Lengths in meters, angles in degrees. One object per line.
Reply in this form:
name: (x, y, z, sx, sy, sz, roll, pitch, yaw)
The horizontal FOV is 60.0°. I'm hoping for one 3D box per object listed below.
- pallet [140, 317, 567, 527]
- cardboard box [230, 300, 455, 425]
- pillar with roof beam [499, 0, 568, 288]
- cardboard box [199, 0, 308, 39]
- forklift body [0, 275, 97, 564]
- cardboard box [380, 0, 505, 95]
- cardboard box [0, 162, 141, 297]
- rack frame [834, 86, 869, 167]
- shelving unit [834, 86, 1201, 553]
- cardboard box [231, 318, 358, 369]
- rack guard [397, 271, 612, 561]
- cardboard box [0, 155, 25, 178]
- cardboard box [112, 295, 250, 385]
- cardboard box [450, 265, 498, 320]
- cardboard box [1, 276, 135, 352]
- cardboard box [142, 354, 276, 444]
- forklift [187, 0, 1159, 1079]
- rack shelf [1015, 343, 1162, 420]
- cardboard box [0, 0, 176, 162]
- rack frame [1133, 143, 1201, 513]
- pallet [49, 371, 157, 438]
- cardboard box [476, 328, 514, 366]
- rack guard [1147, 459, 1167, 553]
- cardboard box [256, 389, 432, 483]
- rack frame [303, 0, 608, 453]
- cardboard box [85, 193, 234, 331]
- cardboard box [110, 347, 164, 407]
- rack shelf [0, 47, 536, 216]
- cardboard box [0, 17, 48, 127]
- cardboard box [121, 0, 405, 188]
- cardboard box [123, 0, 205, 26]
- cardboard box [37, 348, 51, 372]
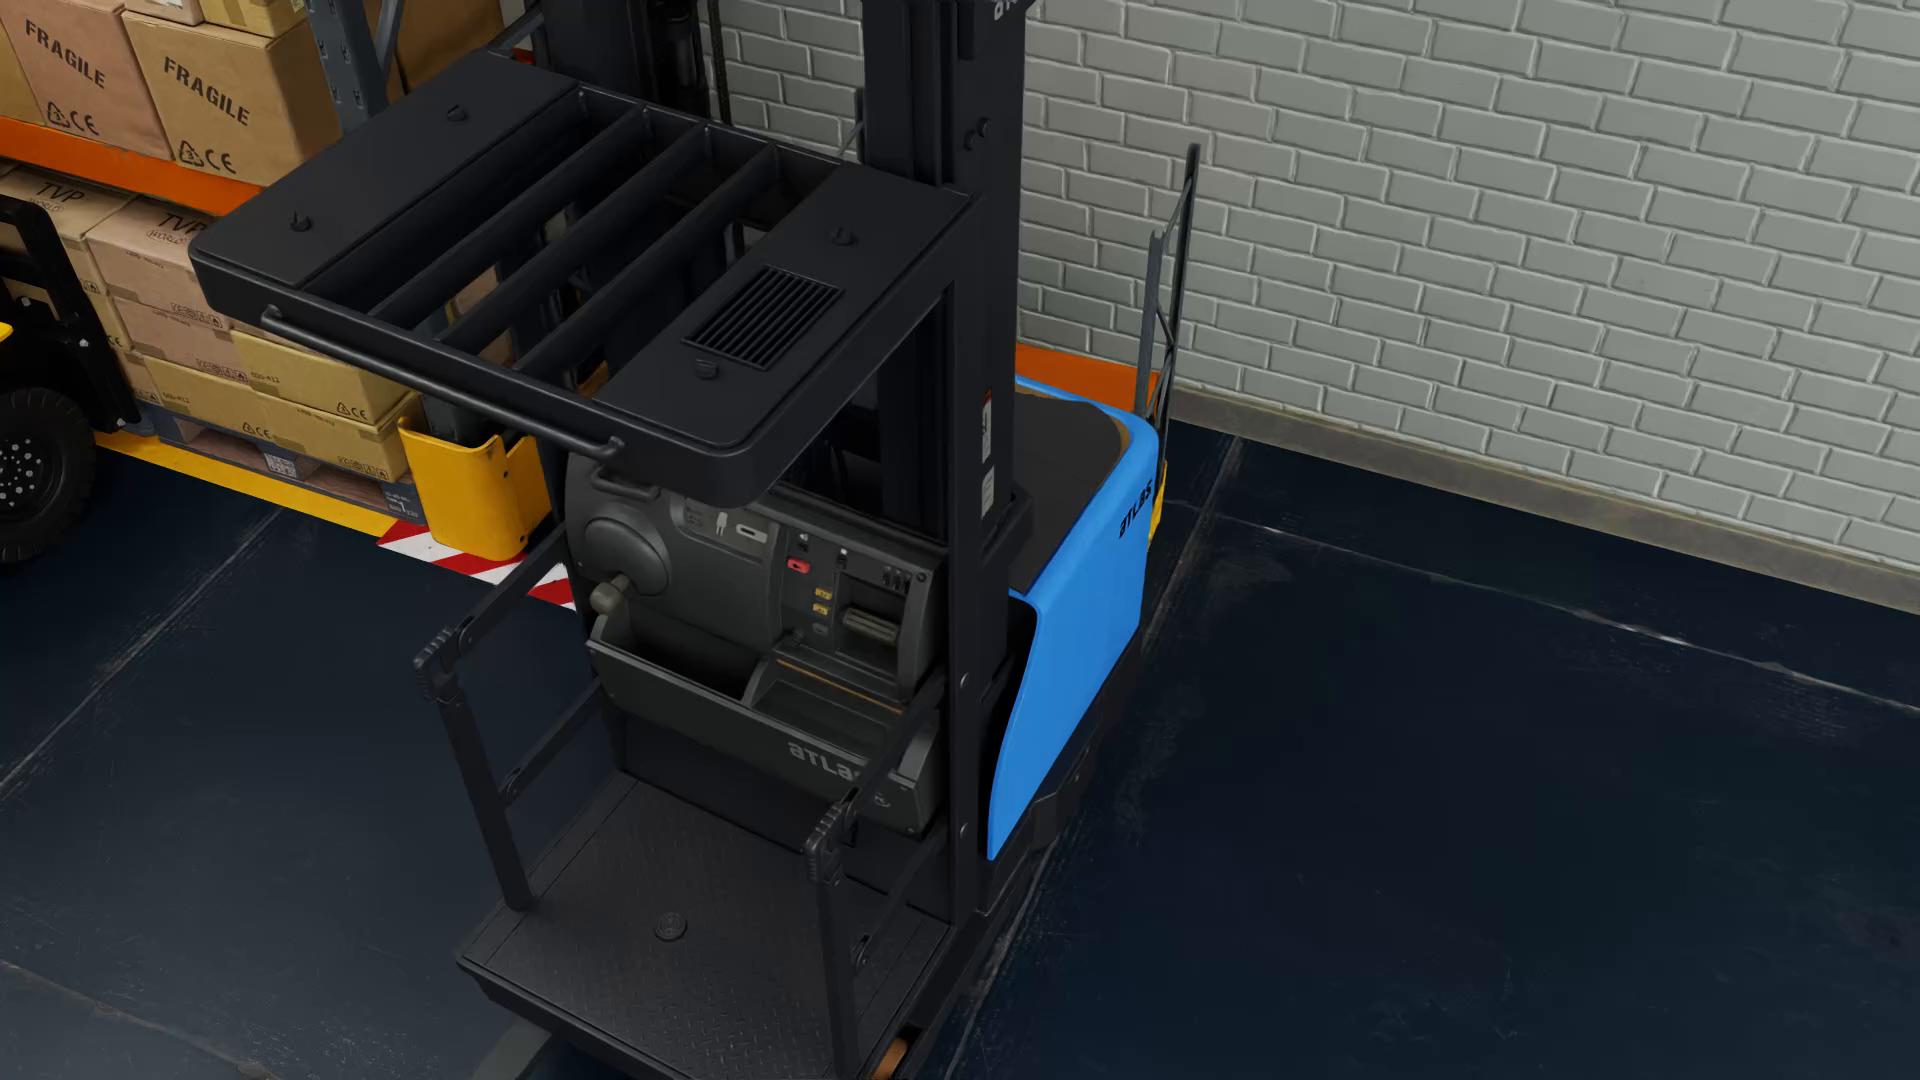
pallet: (-2.217, -0.602, 6.205, 1.213, 0.211, 1.003, 16, 47, 16)
cardboard box: (-2.064, -0.690, 5.614, 0.500, 0.250, 0.500, 16, 47, 15)
pillar with roof beam: (-3.448, -1.510, 0.887, 0.400, 9.000, 9.100, 16, 47, 16)
cardboard box: (-1.922, -1.587, 4.687, 0.250, 0.149, 0.380, 17, 47, 16)
forklift body: (-3.947, -0.436, 4.663, 1.214, 2.155, 2.313, 16, 47, 16)
cardboard box: (-1.845, -1.760, 5.322, 0.500, 0.500, 0.500, 18, 48, 17)
cardboard box: (-2.983, -1.126, 5.697, 0.500, 0.250, 0.500, 17, 47, 16)
rack frame: (-0.367, -0.661, 5.351, 0.032, 1.500, 0.500, 13, 46, 13)
shelving unit: (0.107, -0.551, 5.241, 1.083, 1.500, 0.587, 13, 46, 13)
cardboard box: (-2.040, -0.860, 5.431, 0.500, 0.250, 0.500, 18, 48, 17)
rack guard: (-1.472, -0.517, 5.915, 0.348, 0.500, 1.175, 16, 47, 16)
cardboard box: (-3.447, -1.268, 5.841, 0.500, 0.250, 0.500, 16, 47, 15)
cardboard box: (-2.523, -0.833, 5.758, 0.500, 0.250, 0.500, 16, 47, 15)
cardboard box: (-1.849, -1.024, 5.950, 0.500, 0.250, 0.500, 17, 47, 17)
cardboard box: (-3.007, -0.959, 5.885, 0.500, 0.250, 0.500, 15, 47, 15)
cardboard box: (-2.505, -0.647, 5.925, 0.500, 0.250, 0.500, 16, 47, 16)
forklift: (-0.578, 0.152, 3.519, 1.130, 2.935, 3.031, 21, 48, 20)
rack shelf: (0.115, -0.422, 5.366, 1.000, 0.185, 0.538, 13, 46, 13)
cardboard box: (-2.525, -1.555, 5.115, 0.500, 0.500, 0.500, 18, 48, 17)
rack frame: (0.598, -0.437, 5.126, 0.032, 1.500, 0.500, 13, 46, 13)
pallet: (-3.339, -0.934, 6.539, 1.213, 0.211, 1.003, 16, 47, 16)
cardboard box: (-1.873, -0.844, 6.124, 0.500, 0.250, 0.500, 17, 47, 16)
rack guard: (0.580, 0.002, 5.571, 0.087, 0.250, 0.587, 13, 46, 13)
cardboard box: (-2.050, -0.506, 5.783, 0.500, 0.250, 0.500, 17, 47, 16)
rack frame: (-1.495, -1.410, 5.040, 0.127, 3.000, 1.000, 16, 47, 16)
cardboard box: (-2.513, -0.995, 5.566, 0.500, 0.250, 0.500, 17, 47, 17)
cardboard box: (-2.963, -0.789, 6.068, 0.500, 0.250, 0.500, 17, 47, 16)
rack shelf: (-3.340, -1.698, 5.840, 4.000, 0.370, 1.077, 16, 47, 16)
cardboard box: (-2.998, -1.694, 5.255, 0.500, 0.500, 0.500, 16, 47, 15)
cardboard box: (-2.050, -1.408, 4.967, 0.500, 0.500, 0.500, 15, 47, 15)
cardboard box: (-2.170, -1.637, 4.738, 0.250, 0.149, 0.380, 17, 47, 16)
cardboard box: (-3.451, -0.915, 6.195, 0.500, 0.250, 0.500, 18, 48, 17)
